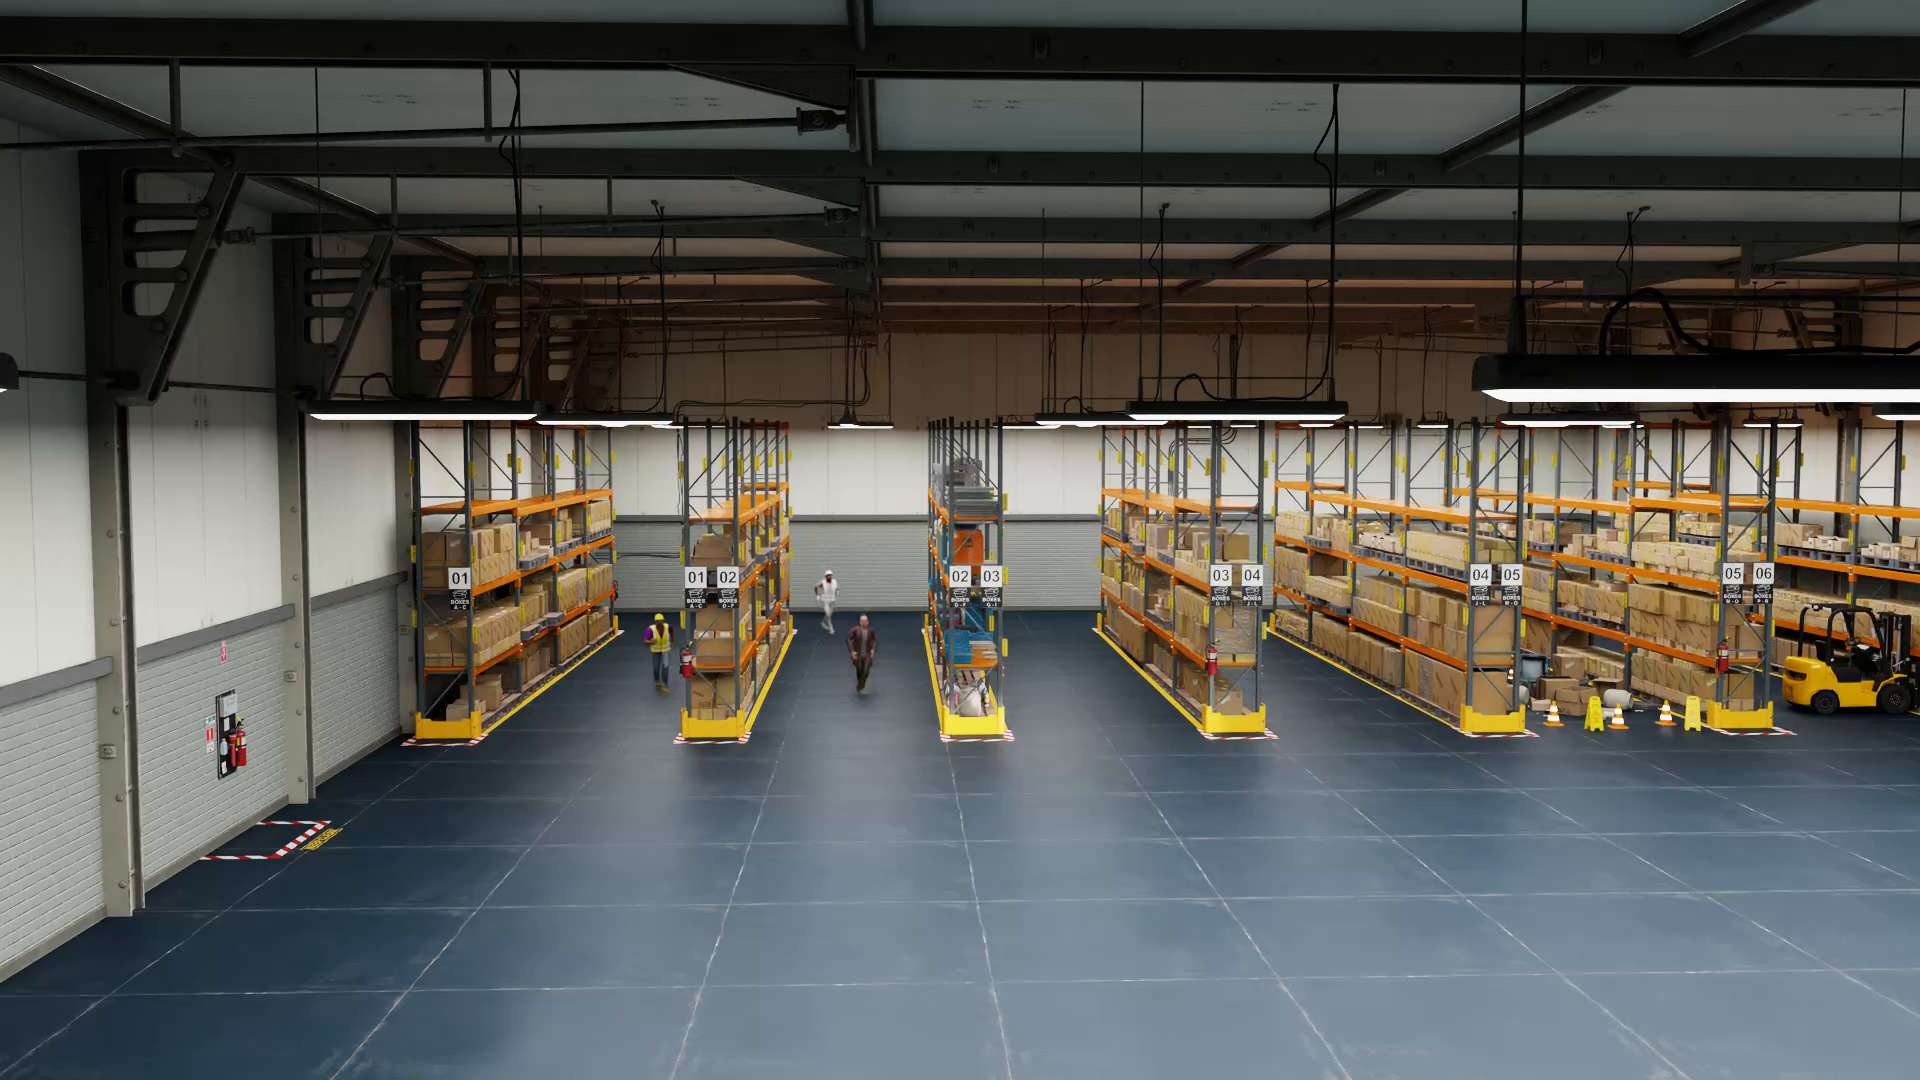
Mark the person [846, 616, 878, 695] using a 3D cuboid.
[{"bbox_3d":[-2.144,2.504,36.334,0.714,1.725,0.638,-1,4,-12],"label":"person"}]

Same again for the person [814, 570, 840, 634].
[{"bbox_3d":[-3.742,1.745,47.288,0.700,1.779,0.996,-2,4,-29],"label":"person"}]

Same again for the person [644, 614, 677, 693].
[{"bbox_3d":[-6.604,2.464,36.668,0.715,1.736,0.983,-1,4,-13],"label":"person"}]
